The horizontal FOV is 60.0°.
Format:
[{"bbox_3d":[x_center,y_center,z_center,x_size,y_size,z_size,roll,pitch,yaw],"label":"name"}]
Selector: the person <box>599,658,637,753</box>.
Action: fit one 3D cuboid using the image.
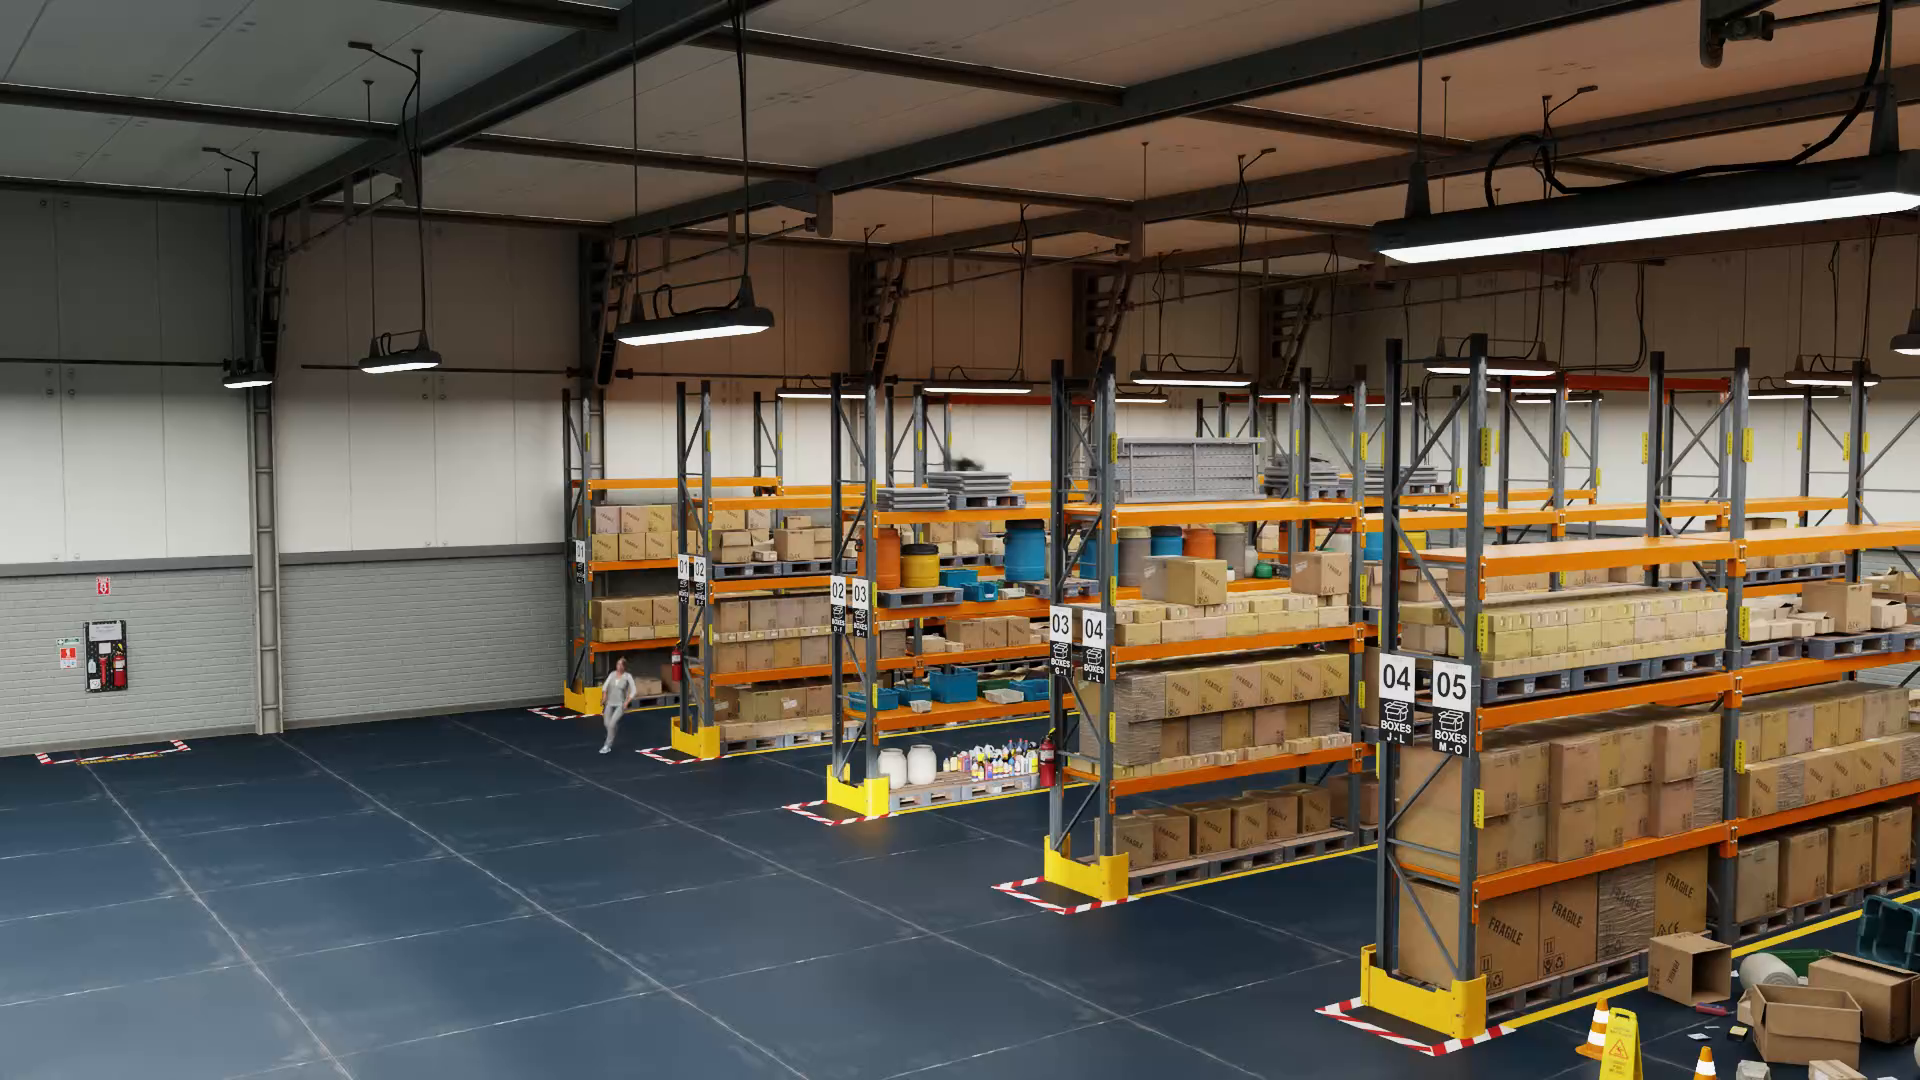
[{"bbox_3d":[-5.530,2.672,26.951,0.577,1.524,0.546,0,4,7],"label":"person"}]
